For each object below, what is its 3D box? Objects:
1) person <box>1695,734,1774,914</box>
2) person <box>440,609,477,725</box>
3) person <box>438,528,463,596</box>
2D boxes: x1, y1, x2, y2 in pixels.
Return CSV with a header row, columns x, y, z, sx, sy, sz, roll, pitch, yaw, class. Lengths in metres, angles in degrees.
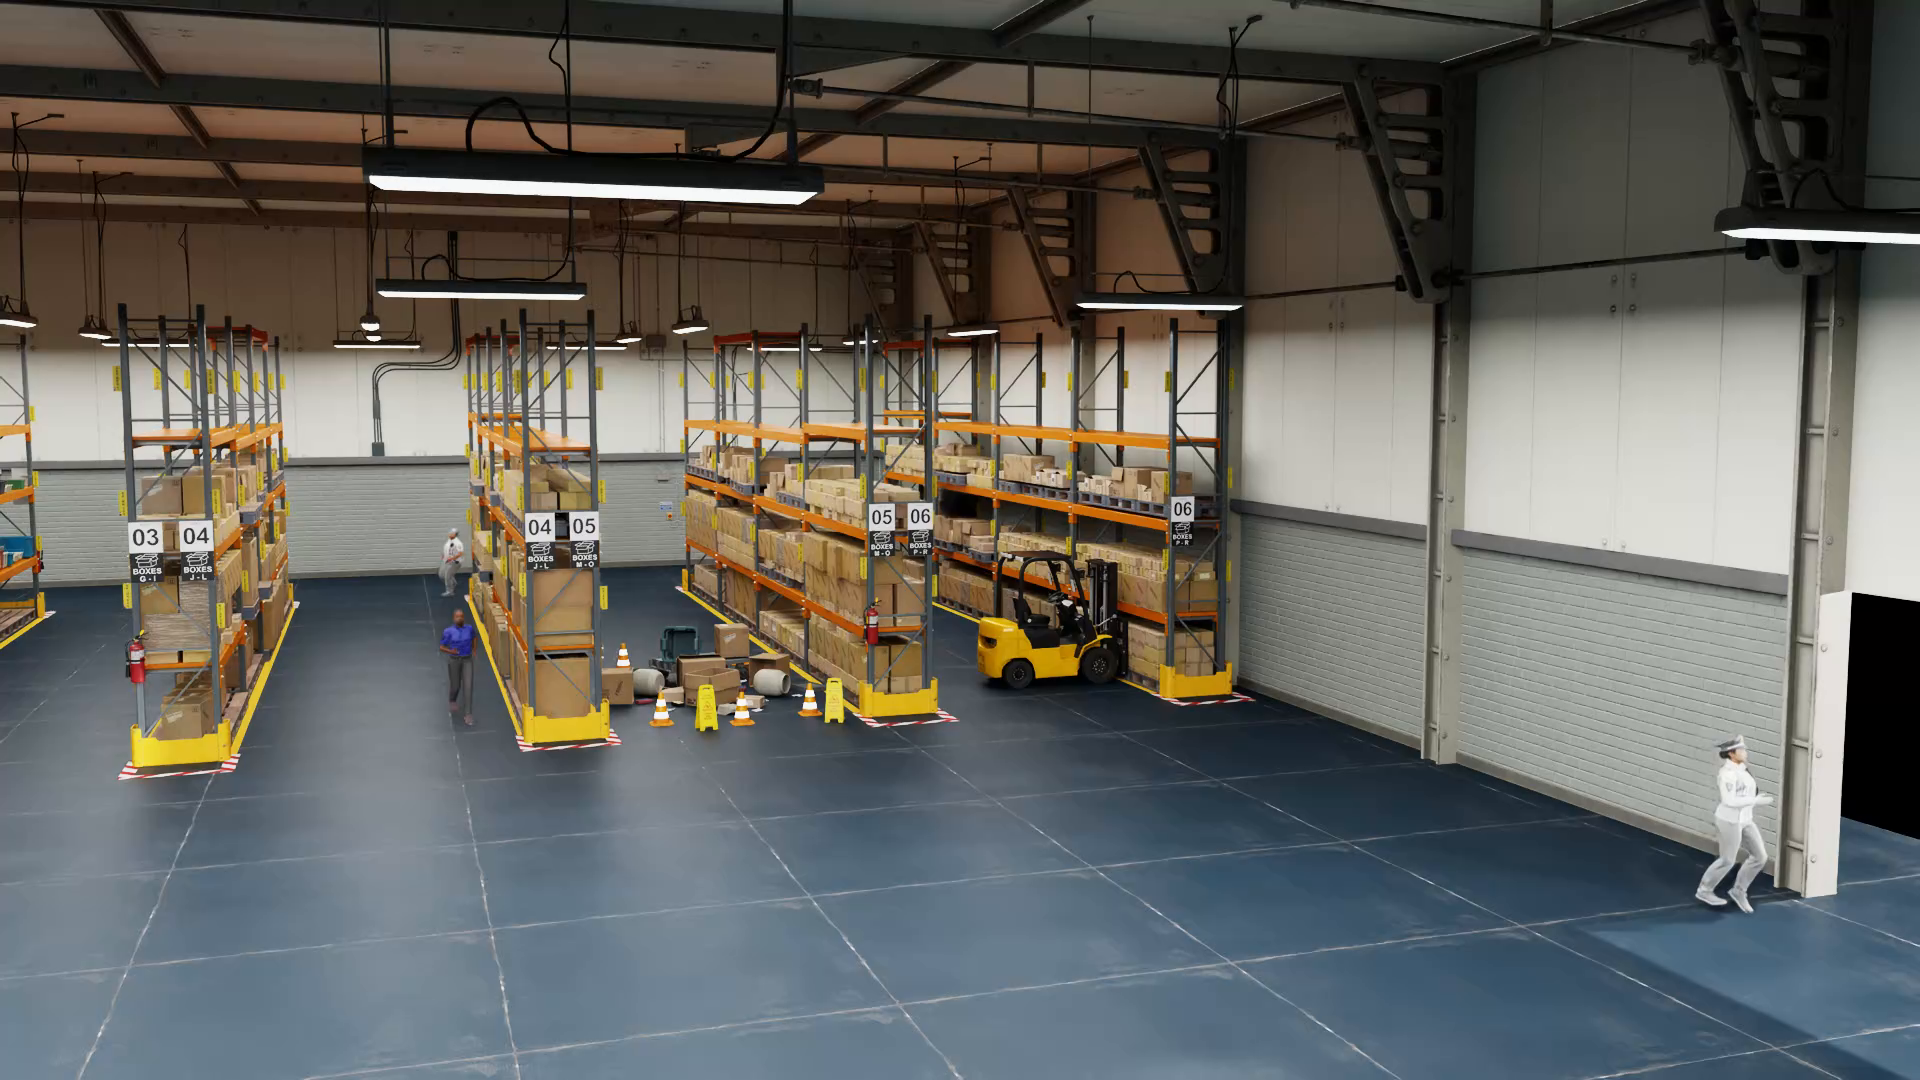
x,y,z,sx,sy,sz,roll,pitch,yaw,class
7.330,2.684,15.682,0.666,1.724,0.592,5,7,44,person
-7.384,1.847,24.575,0.581,1.645,0.920,-3,6,-28,person
-11.872,0.522,38.883,0.683,1.614,0.517,5,7,41,person
